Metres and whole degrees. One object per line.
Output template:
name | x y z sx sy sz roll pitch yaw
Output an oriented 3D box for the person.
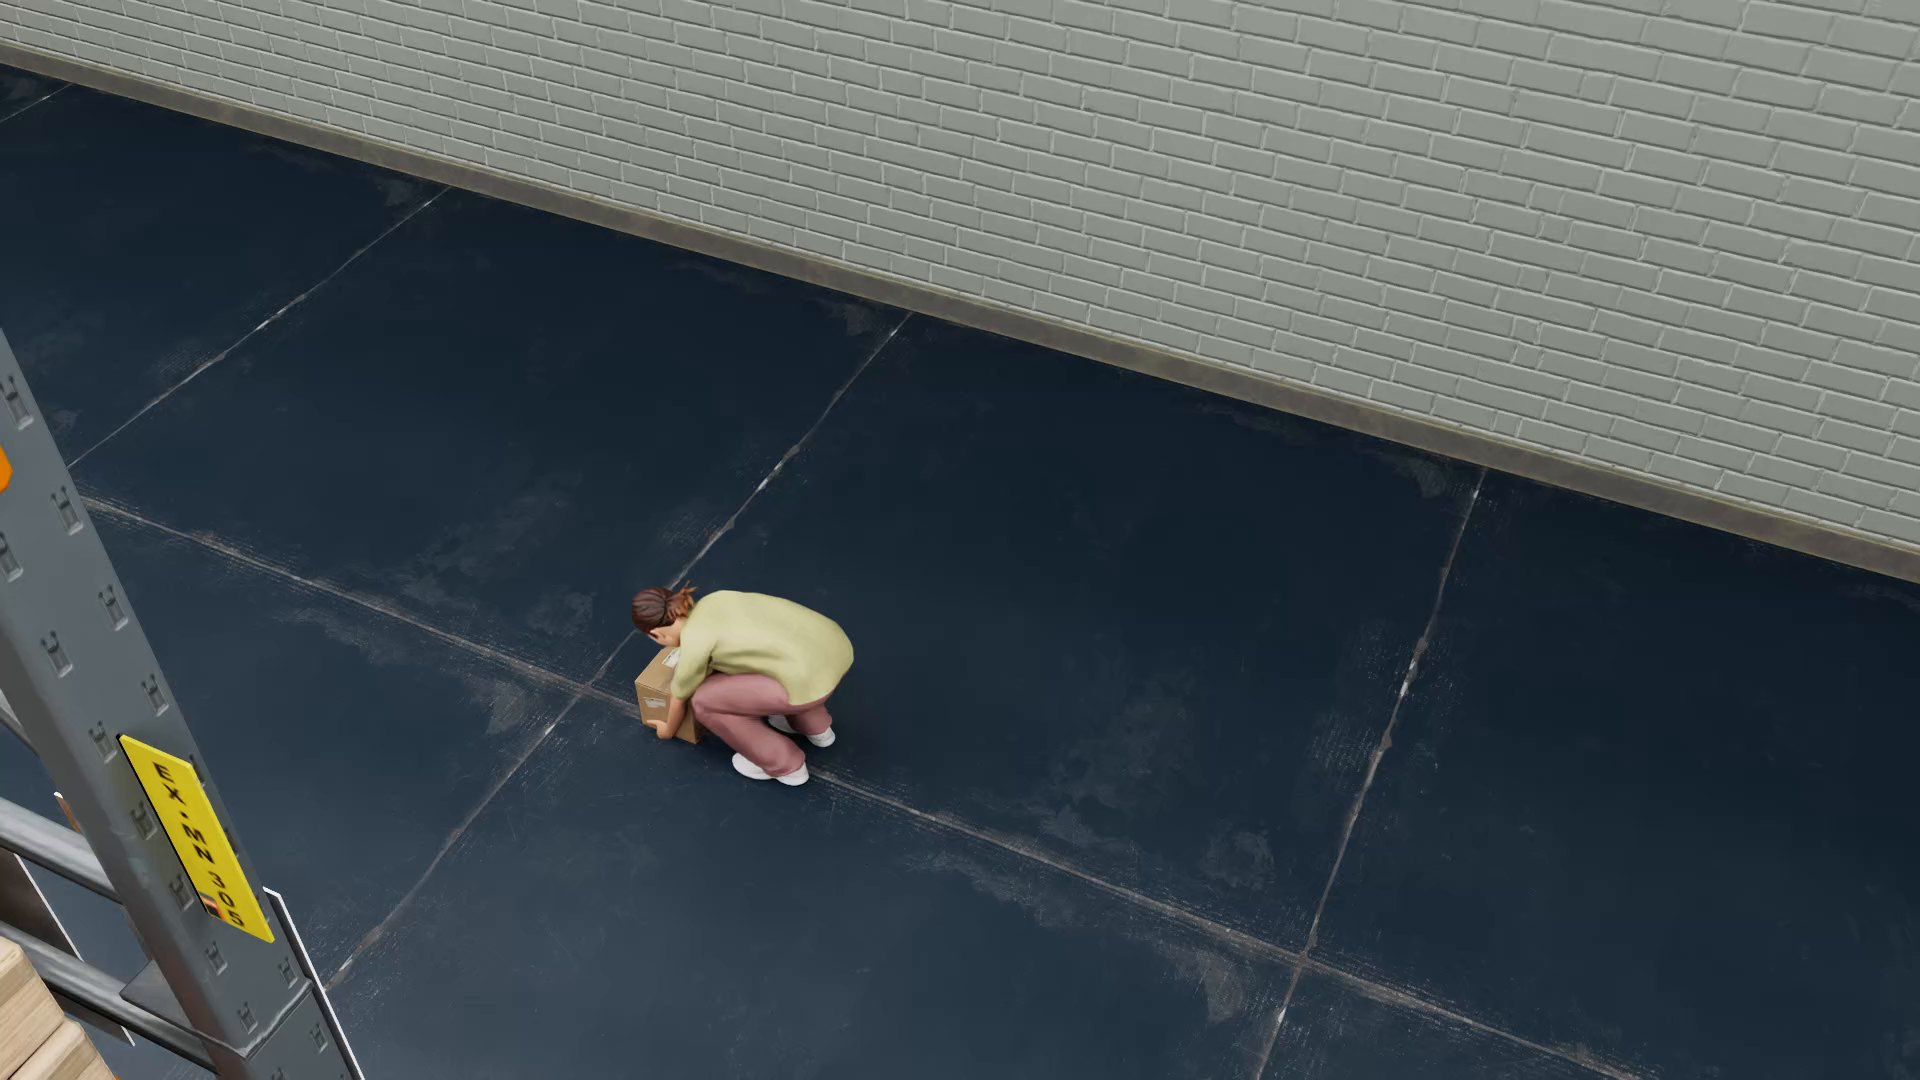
person | -0.823 0.516 6.300 0.867 0.754 0.463 16 45 17
